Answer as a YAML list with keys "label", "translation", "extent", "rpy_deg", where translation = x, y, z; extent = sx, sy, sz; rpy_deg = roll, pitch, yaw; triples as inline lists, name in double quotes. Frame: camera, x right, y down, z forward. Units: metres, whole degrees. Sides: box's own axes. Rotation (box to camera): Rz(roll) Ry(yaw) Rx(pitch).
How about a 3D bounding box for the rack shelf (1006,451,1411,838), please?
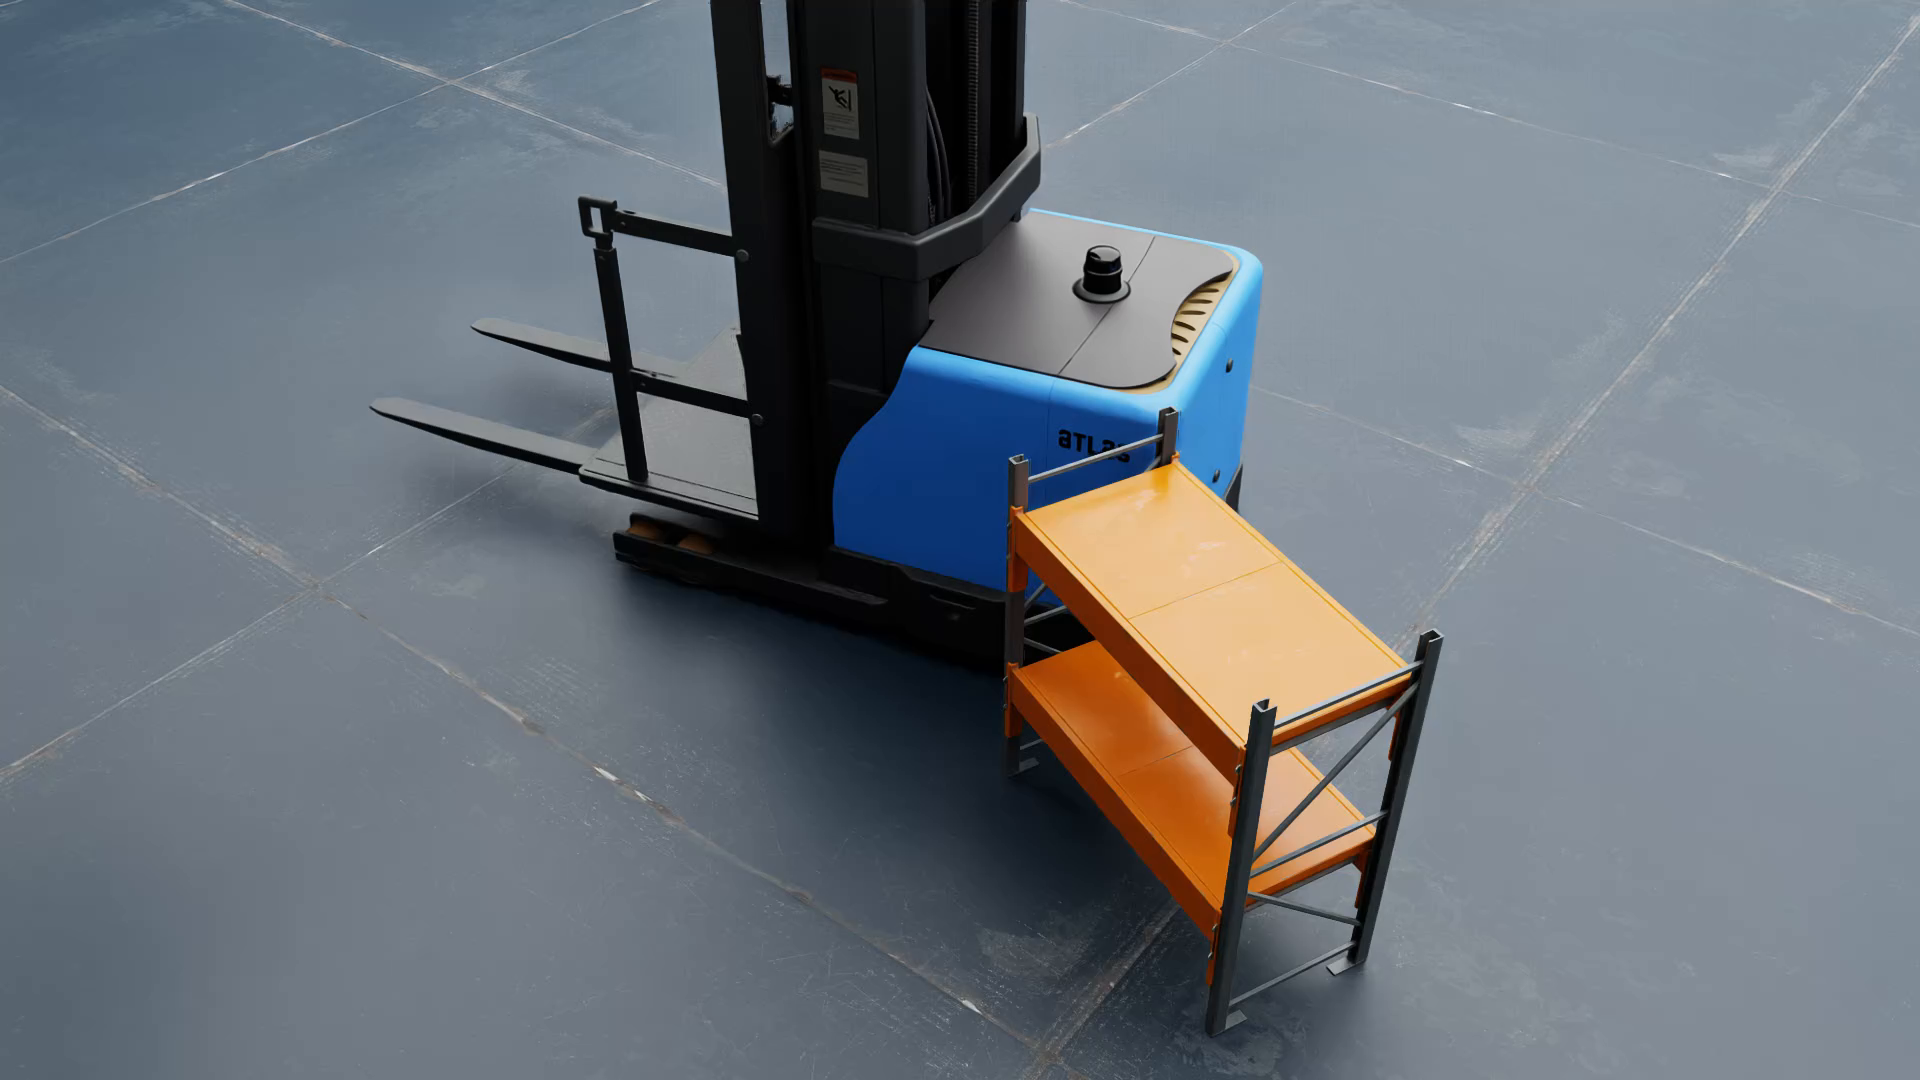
- label: "rack shelf"
  translation: [0.594, 0.215, 4.088]
  extent: [0.538, 0.278, 1.000]
  rpy_deg: [-19, 42, -22]

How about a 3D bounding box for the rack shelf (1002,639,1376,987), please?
- label: "rack shelf"
  translation: [0.594, 0.638, 4.419]
  extent: [0.538, 0.278, 1.000]
  rpy_deg: [-19, 42, -22]

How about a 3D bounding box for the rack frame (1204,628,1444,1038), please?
- label: "rack frame"
  translation: [0.839, 0.720, 3.918]
  extent: [0.500, 1.125, 0.032]
  rpy_deg: [-19, 42, -22]

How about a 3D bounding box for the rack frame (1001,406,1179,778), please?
- label: "rack frame"
  translation: [0.348, 0.171, 4.619]
  extent: [0.500, 1.125, 0.032]
  rpy_deg: [-19, 42, -22]

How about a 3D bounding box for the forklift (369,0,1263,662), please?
- label: "forklift"
  translation: [-0.612, -1.288, 5.018]
  extent: [3.031, 2.935, 1.130]
  rpy_deg: [15, 40, 18]

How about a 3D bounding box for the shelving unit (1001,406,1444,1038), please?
- label: "shelving unit"
  translation: [0.594, 0.446, 4.268]
  extent: [0.538, 1.125, 1.048]
  rpy_deg: [-19, 42, -22]
